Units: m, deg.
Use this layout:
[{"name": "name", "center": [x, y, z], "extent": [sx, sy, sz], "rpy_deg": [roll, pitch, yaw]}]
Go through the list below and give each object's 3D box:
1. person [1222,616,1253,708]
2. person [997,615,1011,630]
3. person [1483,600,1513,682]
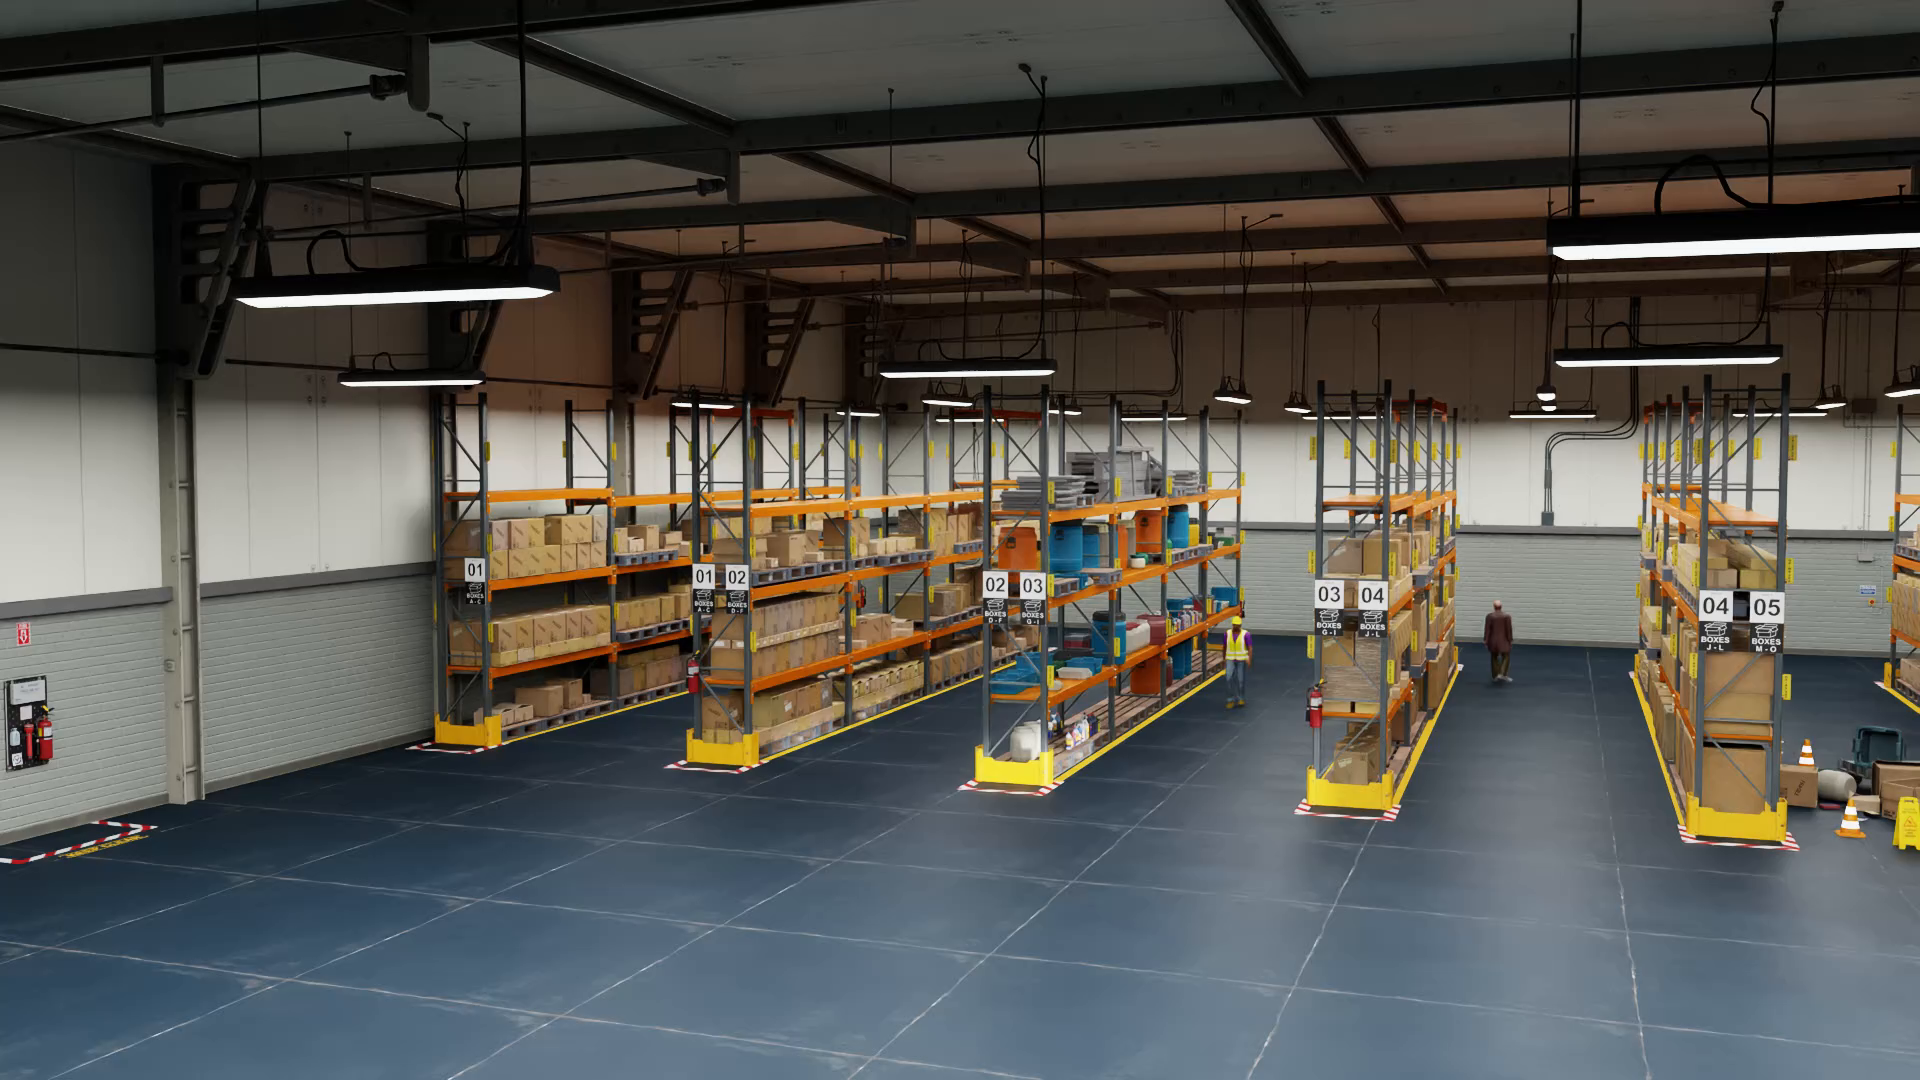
[{"name": "person", "center": [5.428, 2.398, 32.622], "extent": [0.626, 1.819, 0.558], "rpy_deg": [1, 3, 21]}, {"name": "person", "center": [1.195, 1.852, 42.964], "extent": [0.451, 1.686, 0.501], "rpy_deg": [0, 3, -4]}, {"name": "person", "center": [11.669, 2.200, 36.058], "extent": [0.614, 1.775, 0.610], "rpy_deg": [1, 3, 20]}]
